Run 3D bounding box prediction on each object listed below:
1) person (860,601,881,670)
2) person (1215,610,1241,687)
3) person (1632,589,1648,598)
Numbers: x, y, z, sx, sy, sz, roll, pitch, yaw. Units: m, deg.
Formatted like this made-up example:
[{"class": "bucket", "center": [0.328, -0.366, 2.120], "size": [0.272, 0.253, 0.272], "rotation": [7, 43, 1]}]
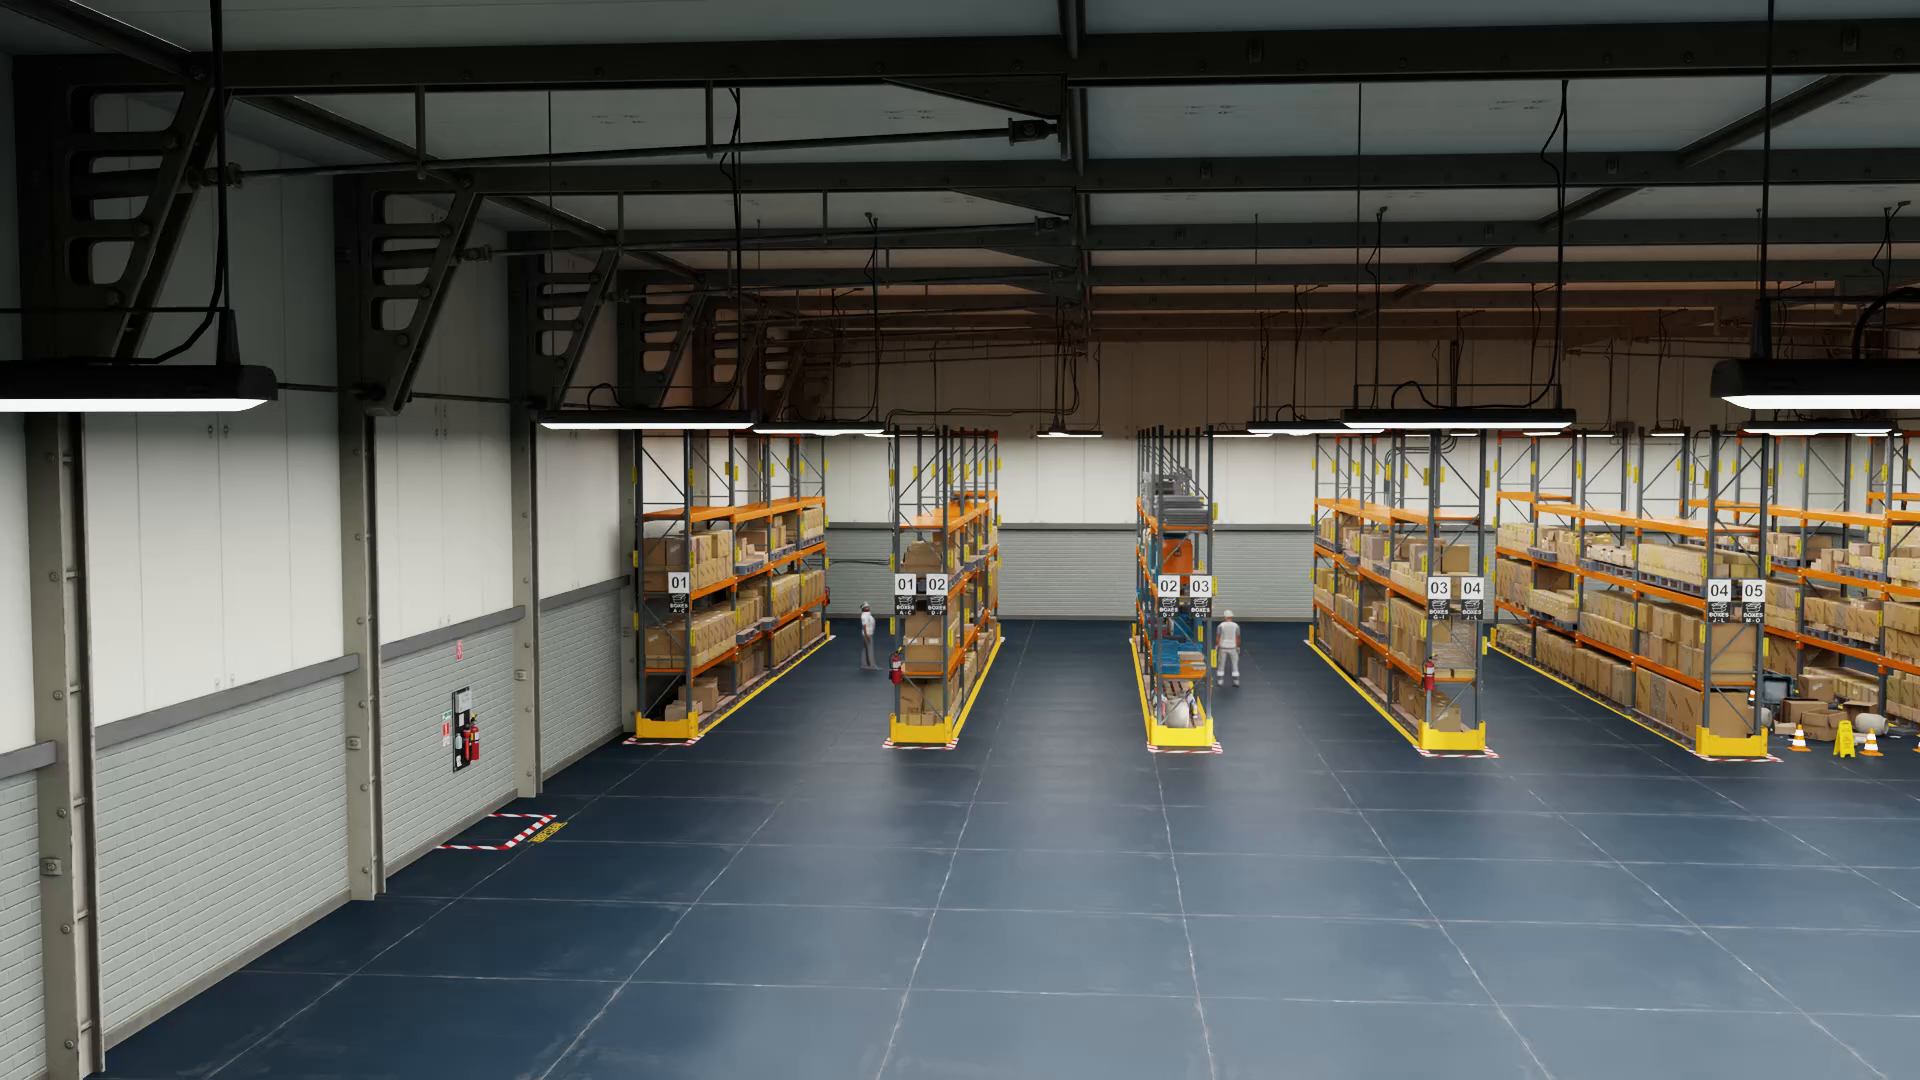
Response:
[{"class": "person", "center": [-2.233, 2.385, 41.549], "size": [0.576, 1.700, 0.506], "rotation": [0, 3, 5]}, {"class": "person", "center": [6.211, 2.515, 38.556], "size": [0.590, 1.794, 0.474], "rotation": [1, 4, 17]}, {"class": "person", "center": [19.910, 1.906, 48.884], "size": [0.512, 1.715, 0.533], "rotation": [-1, 4, -18]}]
